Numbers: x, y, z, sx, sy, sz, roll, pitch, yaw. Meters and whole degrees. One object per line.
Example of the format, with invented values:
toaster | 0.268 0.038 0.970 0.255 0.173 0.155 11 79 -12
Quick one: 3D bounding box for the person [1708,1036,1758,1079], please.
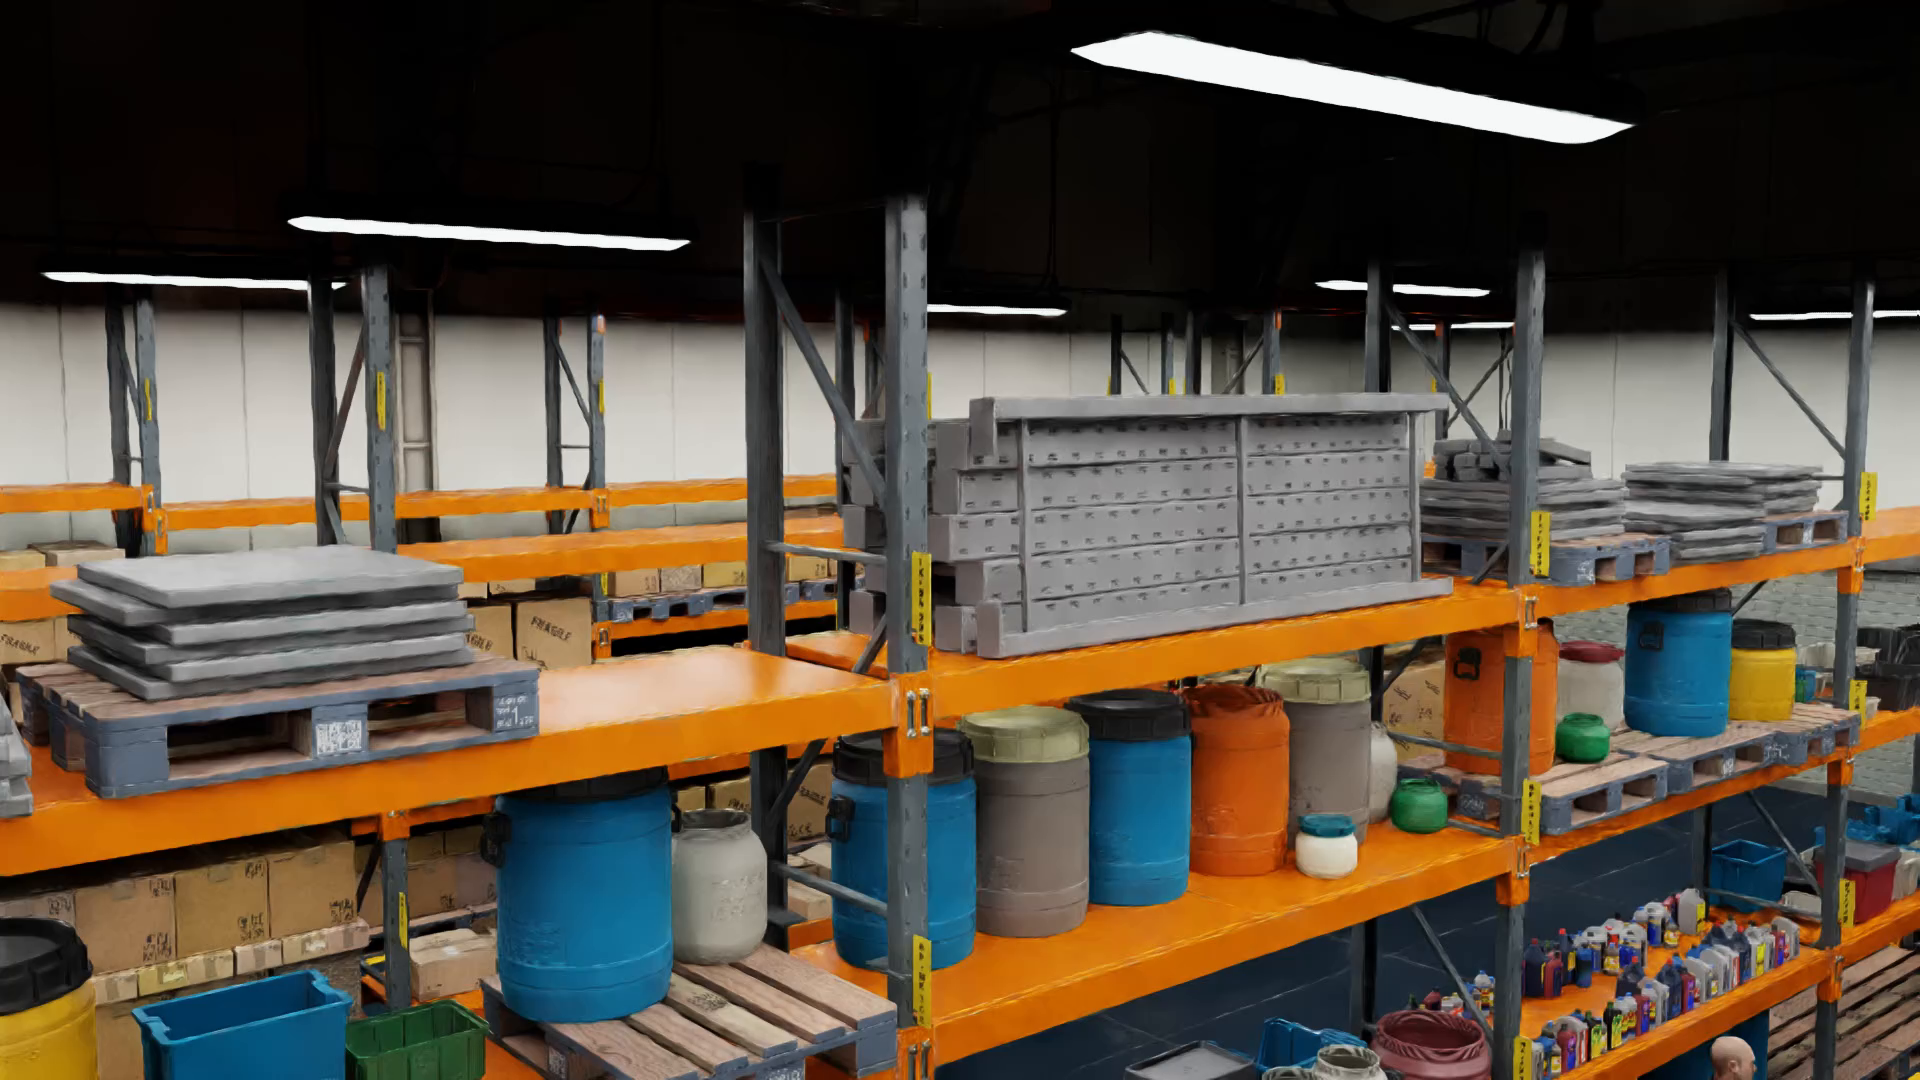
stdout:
person | 3.991 3.431 8.598 0.446 1.784 0.677 3 6 31
